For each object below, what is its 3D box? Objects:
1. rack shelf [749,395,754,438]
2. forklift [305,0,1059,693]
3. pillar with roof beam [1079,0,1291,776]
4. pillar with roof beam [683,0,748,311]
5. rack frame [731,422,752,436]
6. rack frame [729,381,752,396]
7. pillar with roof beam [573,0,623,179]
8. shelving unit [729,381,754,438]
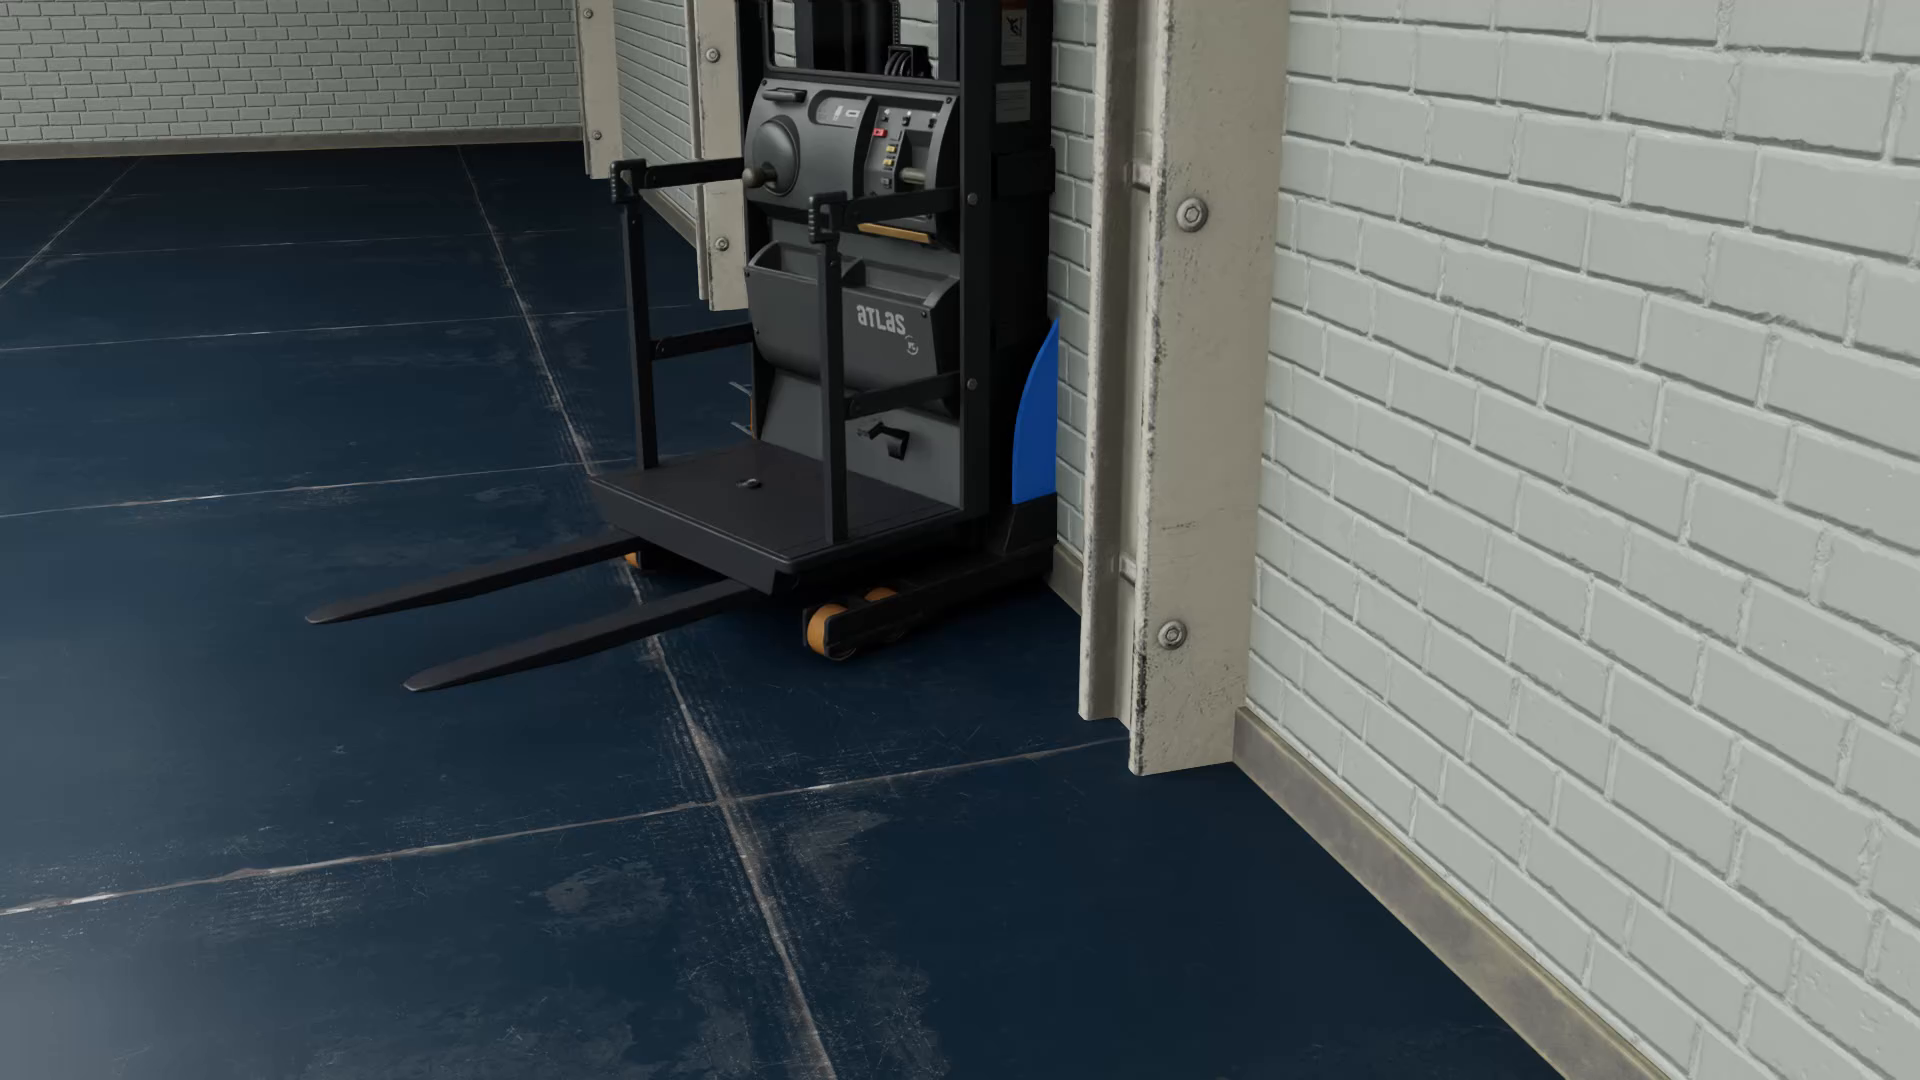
[{"bbox_3d":[-0.767,-0.538,7.128,0.258,0.180,0.103,-11,22,-27],"label":"rack shelf"},{"bbox_3d":[-0.504,-1.220,4.977,3.031,2.935,1.130,-18,26,-40],"label":"forklift"},{"bbox_3d":[-3.553,-3.255,1.667,9.100,9.000,0.400,-6,21,-17],"label":"pillar with roof beam"},{"bbox_3d":[-5.439,-5.181,7.028,9.100,9.000,0.400,-6,21,-17],"label":"pillar with roof beam"},{"bbox_3d":[-0.614,-0.359,6.899,0.240,0.006,1.200,-11,22,-27],"label":"rack frame"},{"bbox_3d":[-0.614,-0.531,6.837,0.240,0.006,1.200,-11,22,-27],"label":"rack frame"},{"bbox_3d":[-7.325,-7.106,12.388,9.100,9.000,0.400,-6,21,-17],"label":"pillar with roof beam"},{"bbox_3d":[-0.614,-0.445,6.868,0.258,0.189,1.200,-11,22,-27],"label":"shelving unit"}]
